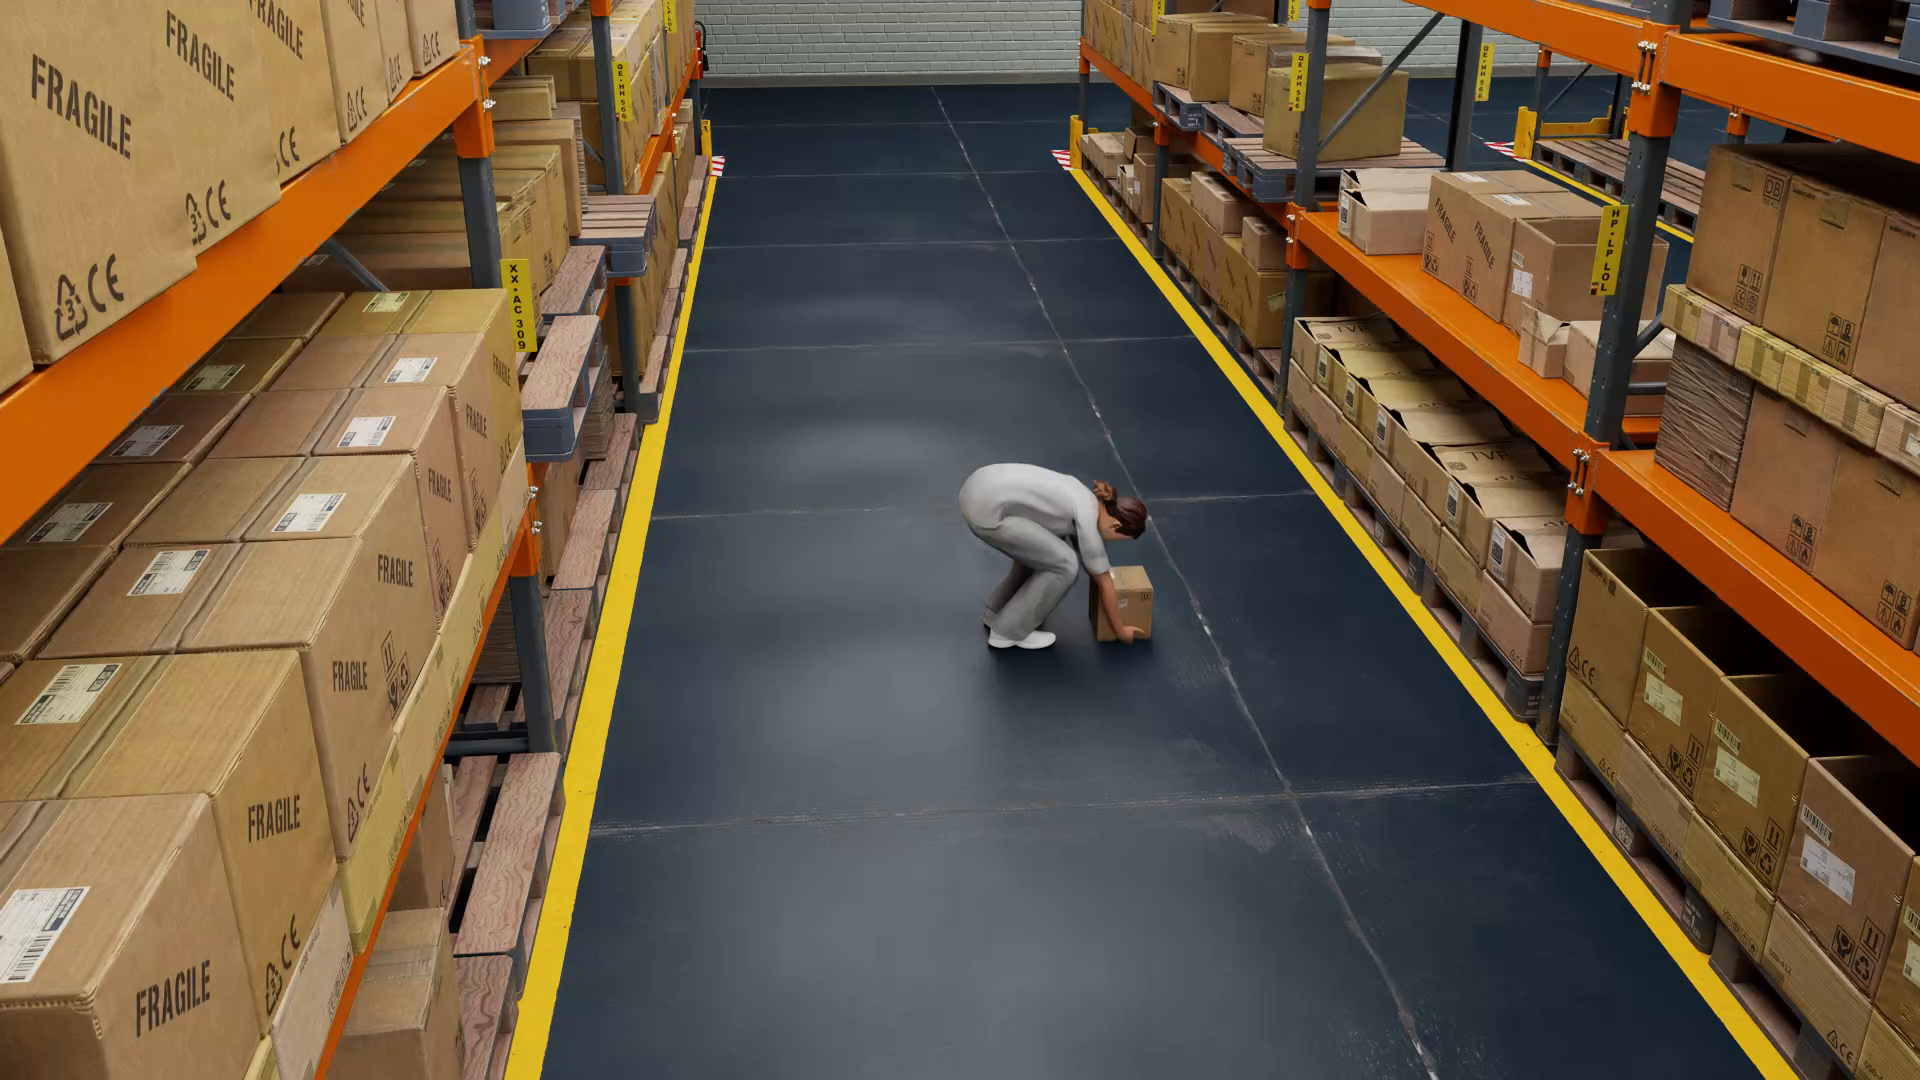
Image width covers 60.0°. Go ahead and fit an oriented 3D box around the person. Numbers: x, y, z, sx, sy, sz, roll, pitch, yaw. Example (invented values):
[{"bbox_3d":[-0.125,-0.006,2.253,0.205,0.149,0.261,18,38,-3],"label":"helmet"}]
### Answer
[{"bbox_3d":[0.421,0.051,7.548,0.856,0.836,0.476,-3,24,-7],"label":"person"}]
